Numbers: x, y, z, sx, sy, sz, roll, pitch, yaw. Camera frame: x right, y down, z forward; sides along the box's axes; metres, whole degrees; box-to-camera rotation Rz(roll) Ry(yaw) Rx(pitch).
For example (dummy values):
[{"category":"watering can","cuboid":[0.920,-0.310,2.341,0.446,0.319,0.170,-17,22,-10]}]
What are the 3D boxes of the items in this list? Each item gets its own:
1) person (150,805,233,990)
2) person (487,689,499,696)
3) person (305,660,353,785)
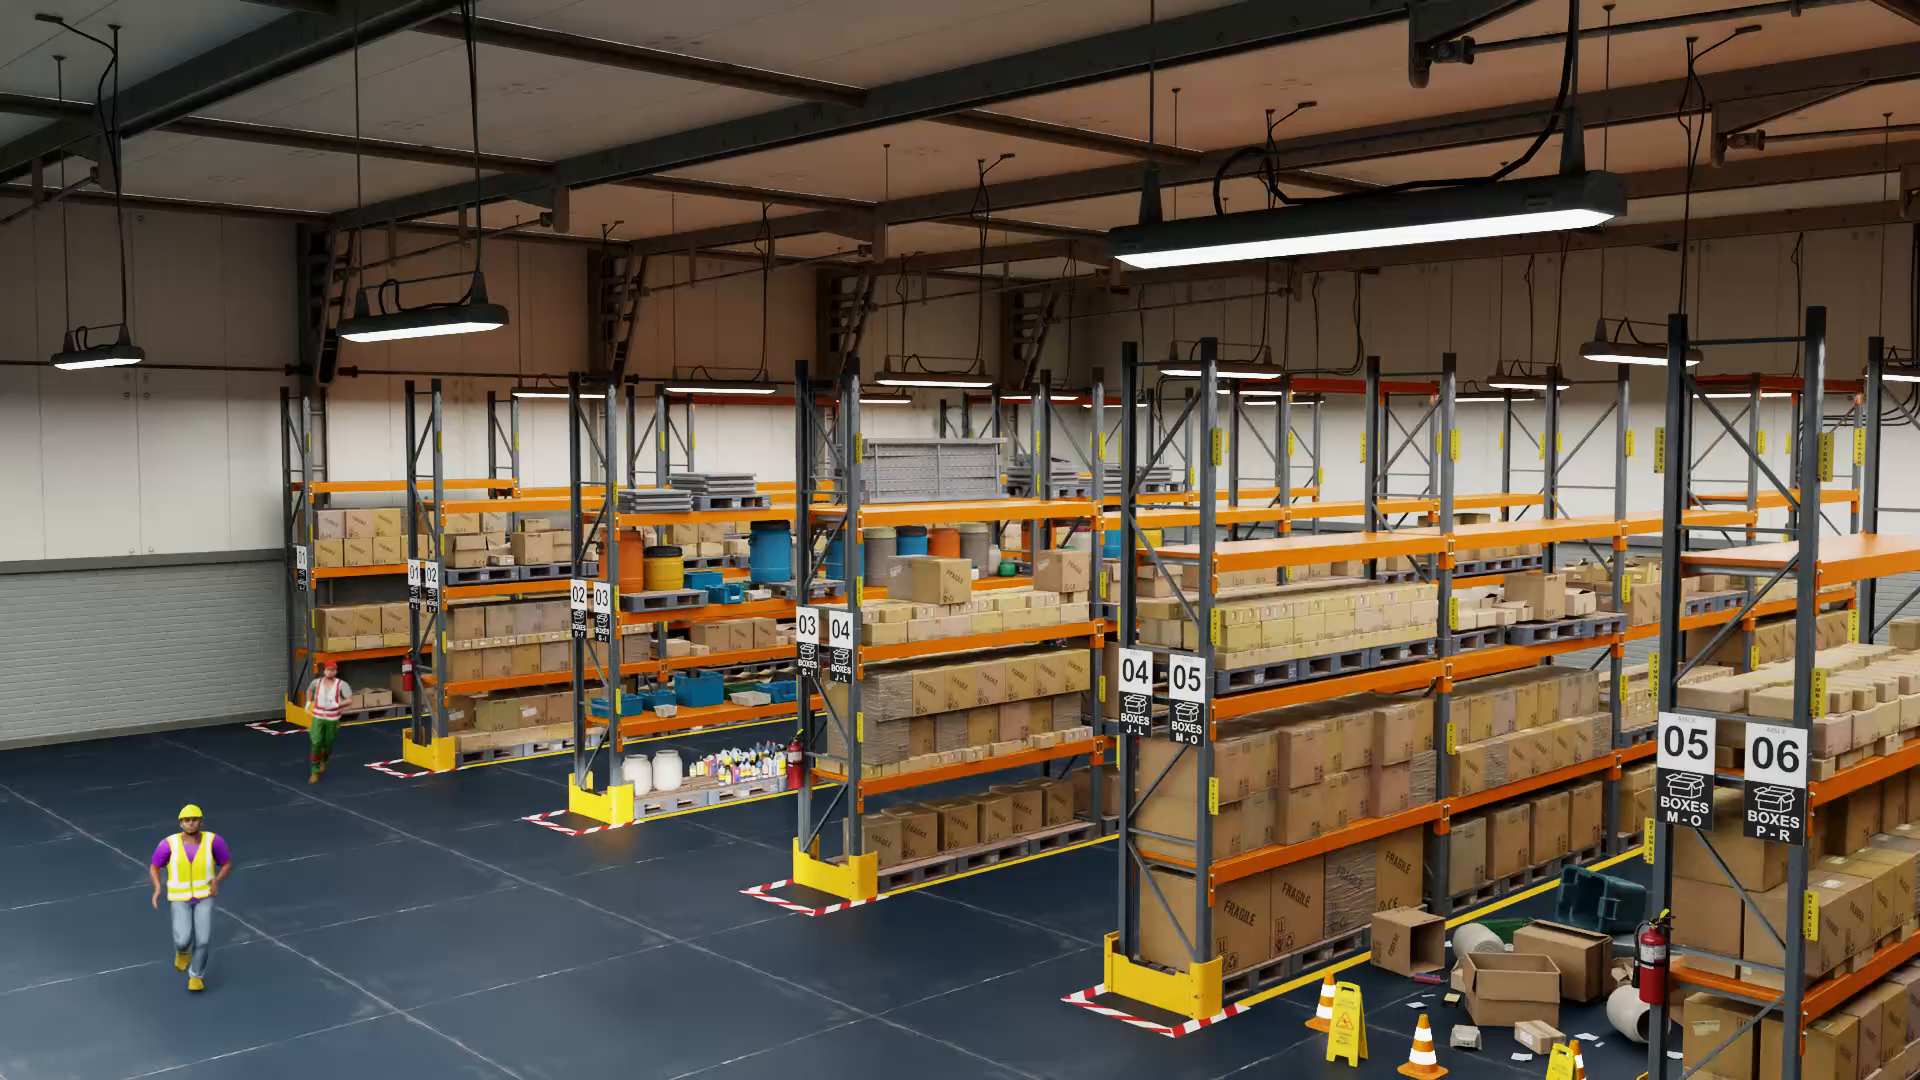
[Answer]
[{"category":"person","cuboid":[-7.144,3.318,15.479,0.703,1.716,0.584,-2,4,-26]},{"category":"person","cuboid":[-8.010,2.444,28.834,0.792,1.853,0.624,-4,5,-44]},{"category":"person","cuboid":[-9.457,2.692,24.944,0.684,1.793,0.925,-1,4,-14]}]
